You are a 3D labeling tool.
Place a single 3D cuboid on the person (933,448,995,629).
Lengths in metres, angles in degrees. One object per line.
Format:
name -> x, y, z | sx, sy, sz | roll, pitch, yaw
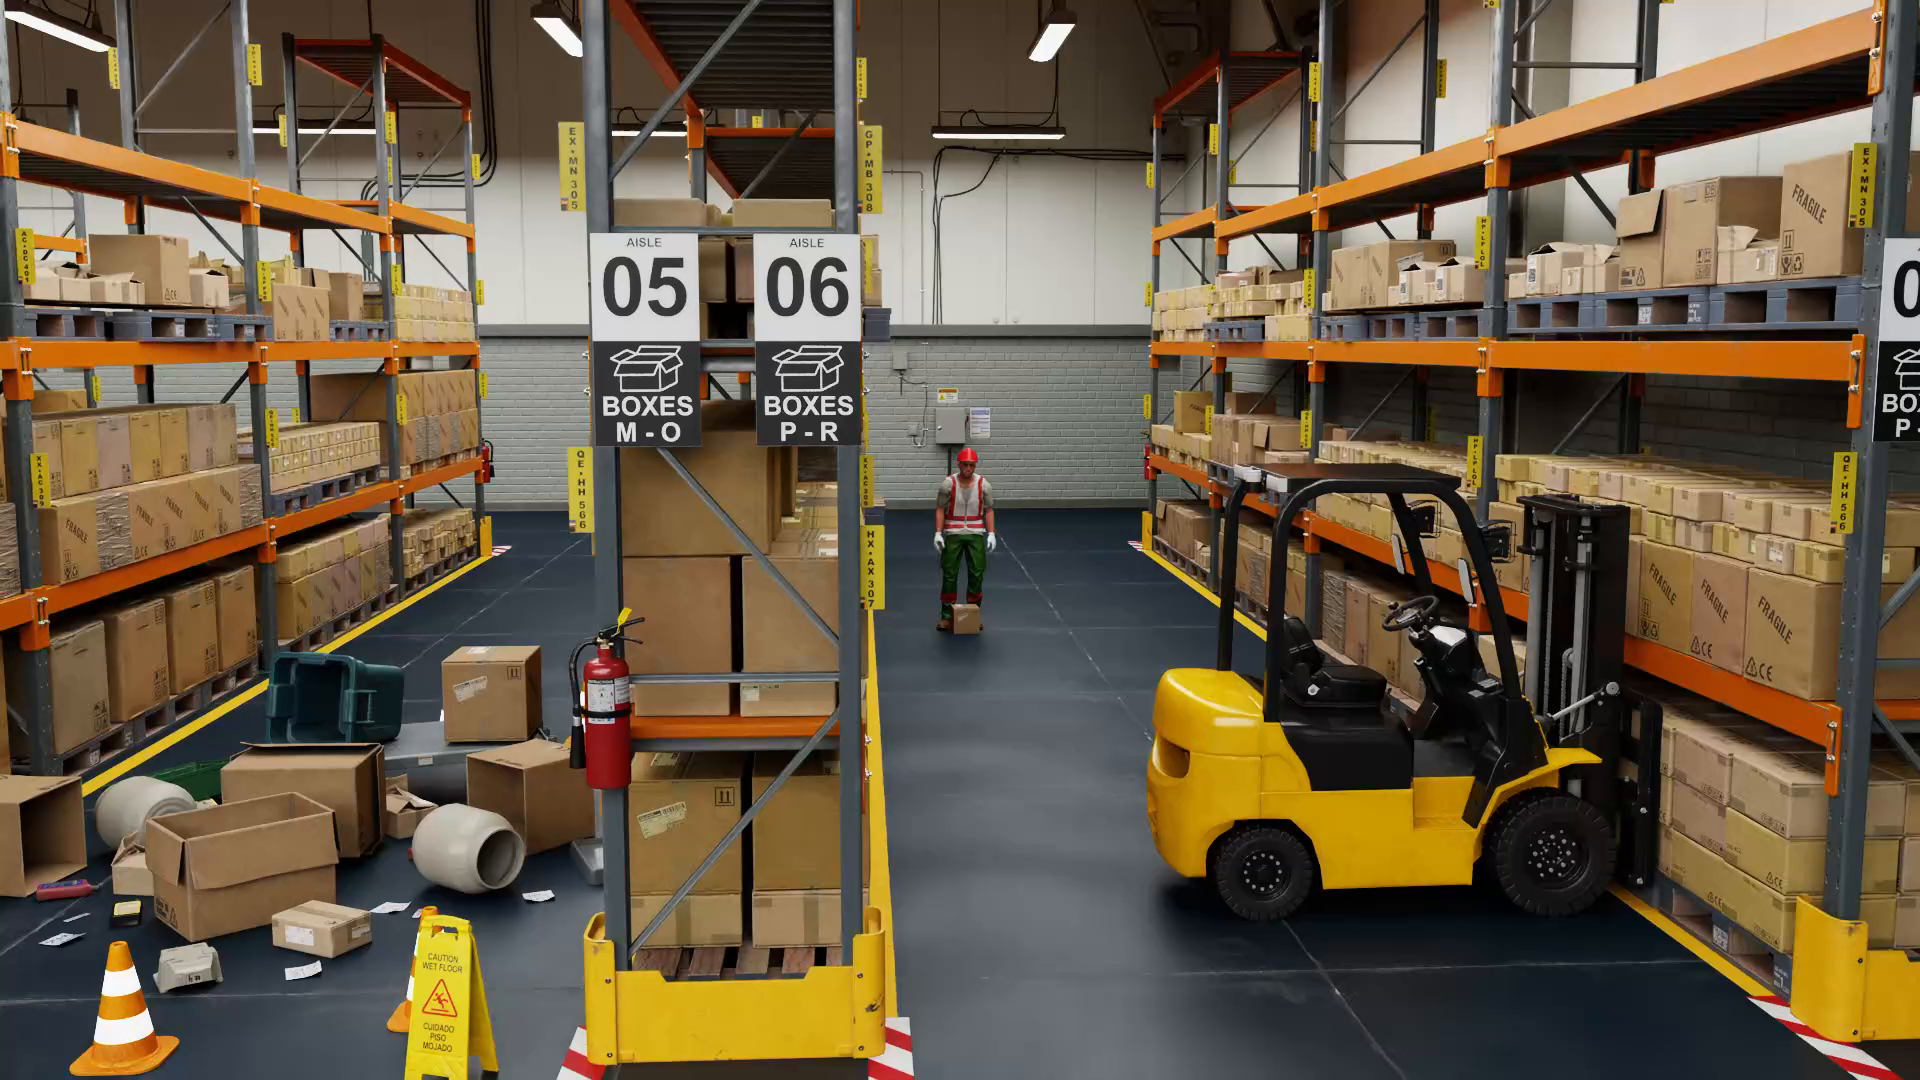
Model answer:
person -> 0.044, -0.016, 16.318 | 0.615, 1.776, 0.457 | -1, 7, -6
